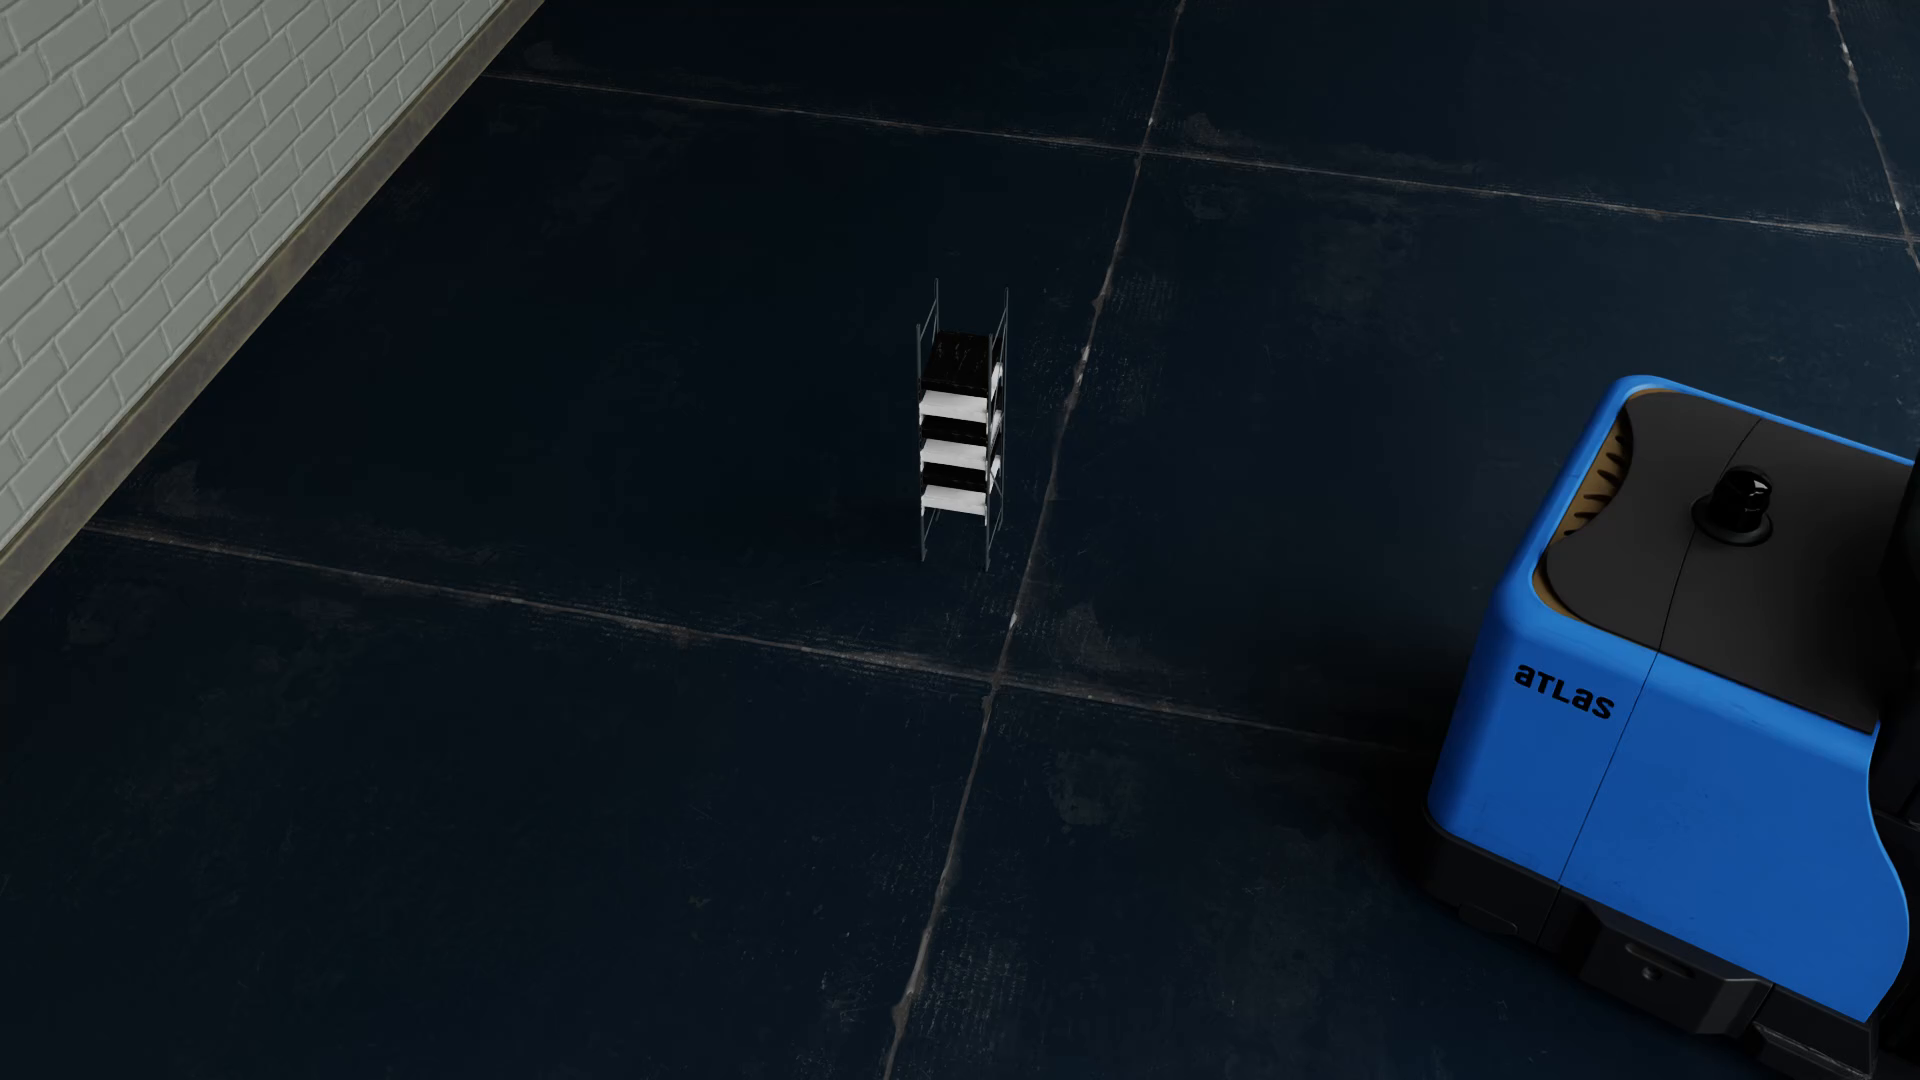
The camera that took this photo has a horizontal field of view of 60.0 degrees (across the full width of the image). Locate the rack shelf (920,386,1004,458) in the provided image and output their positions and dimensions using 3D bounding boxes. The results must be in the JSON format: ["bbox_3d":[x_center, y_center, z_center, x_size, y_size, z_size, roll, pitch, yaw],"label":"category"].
[{"bbox_3d":[0.008,-0.364,4.897,0.200,0.077,0.258,9,45,9],"label":"rack shelf"}]

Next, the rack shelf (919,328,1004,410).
[{"bbox_3d":[0.008,-0.493,4.773,0.200,0.077,0.258,9,45,9],"label":"rack shelf"}]

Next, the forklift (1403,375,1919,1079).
[{"bbox_3d":[2.661,0.109,3.023,3.031,2.935,1.130,24,49,23],"label":"forklift"}]

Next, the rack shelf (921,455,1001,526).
[{"bbox_3d":[0.008,-0.169,5.085,0.200,0.077,0.258,9,45,9],"label":"rack shelf"}]

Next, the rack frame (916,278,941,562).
[{"bbox_3d":[-0.091,-0.338,4.953,0.006,0.900,0.240,9,45,9],"label":"rack frame"}]

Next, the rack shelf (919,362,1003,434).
[{"bbox_3d":[0.008,-0.429,4.835,0.200,0.077,0.258,9,45,9],"label":"rack shelf"}]

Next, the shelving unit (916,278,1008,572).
[{"bbox_3d":[0.008,-0.323,4.937,0.210,0.900,0.258,9,45,9],"label":"shelving unit"}]

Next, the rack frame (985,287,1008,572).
[{"bbox_3d":[0.107,-0.308,4.921,0.006,0.900,0.240,9,45,9],"label":"rack frame"}]

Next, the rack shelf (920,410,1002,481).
[{"bbox_3d":[0.008,-0.299,4.960,0.200,0.077,0.258,9,45,9],"label":"rack shelf"}]

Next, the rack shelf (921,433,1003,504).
[{"bbox_3d":[0.008,-0.234,5.022,0.200,0.077,0.258,9,45,9],"label":"rack shelf"}]
